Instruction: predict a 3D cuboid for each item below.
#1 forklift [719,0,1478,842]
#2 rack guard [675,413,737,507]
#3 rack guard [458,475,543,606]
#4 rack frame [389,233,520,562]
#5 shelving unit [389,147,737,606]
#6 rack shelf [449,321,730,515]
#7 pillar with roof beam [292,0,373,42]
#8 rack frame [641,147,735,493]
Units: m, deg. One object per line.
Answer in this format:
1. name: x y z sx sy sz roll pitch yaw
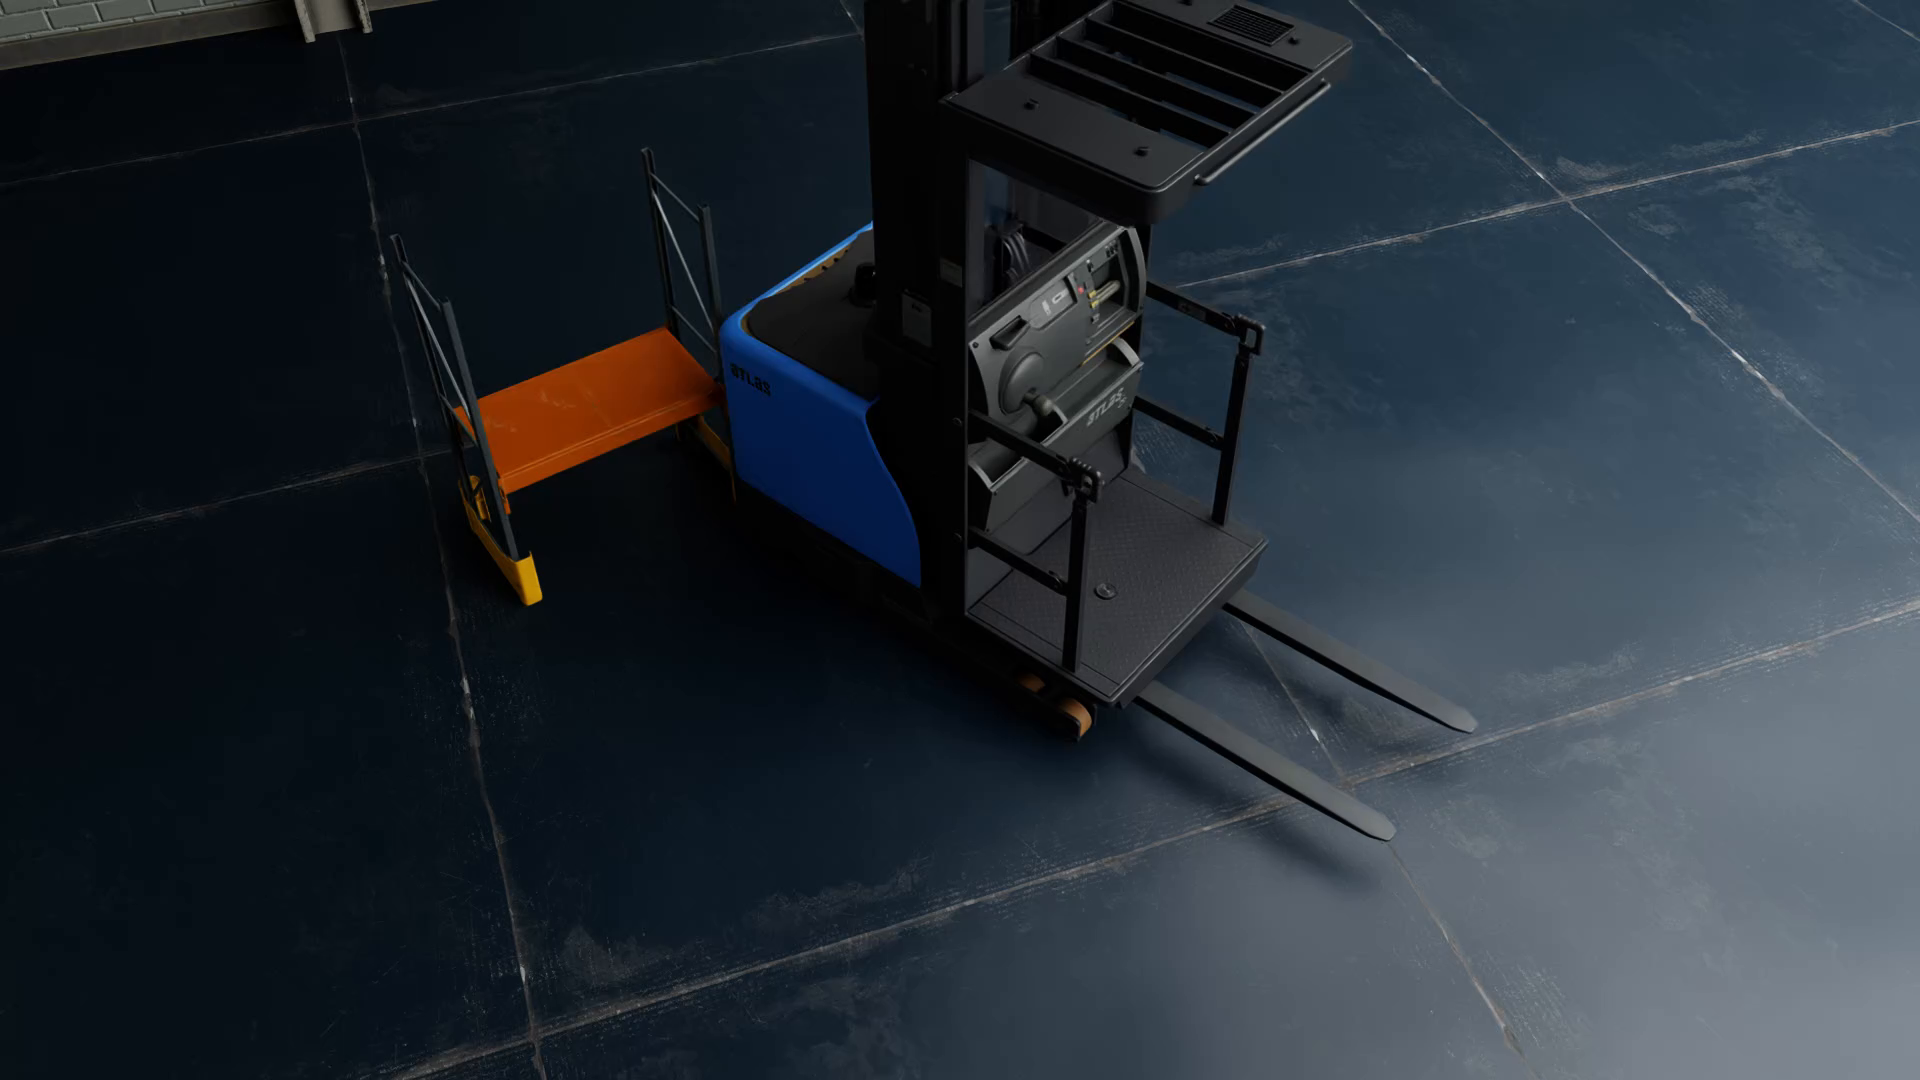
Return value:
1. forklift: 0.515 -0.704 5.692 3.031 2.935 1.130 30 52 27
2. rack guard: -1.086 -0.404 7.286 0.087 0.250 0.587 -26 51 -24
3. rack guard: -1.904 -0.002 6.885 0.087 0.250 0.587 -26 51 -24
4. rack frame: -1.920 -0.435 6.434 0.032 1.500 0.500 -26 51 -24
5. shelving unit: -1.495 -0.644 6.643 1.083 1.500 0.587 -26 51 -24
6. rack shelf: -1.503 -0.514 6.766 1.000 0.185 0.538 -26 51 -24
7. pillar with roof beam: -2.364 -3.467 4.162 0.400 9.000 9.100 -14 47 -14
8. rack frame: -1.085 -0.846 6.844 0.032 1.500 0.500 -26 51 -24
